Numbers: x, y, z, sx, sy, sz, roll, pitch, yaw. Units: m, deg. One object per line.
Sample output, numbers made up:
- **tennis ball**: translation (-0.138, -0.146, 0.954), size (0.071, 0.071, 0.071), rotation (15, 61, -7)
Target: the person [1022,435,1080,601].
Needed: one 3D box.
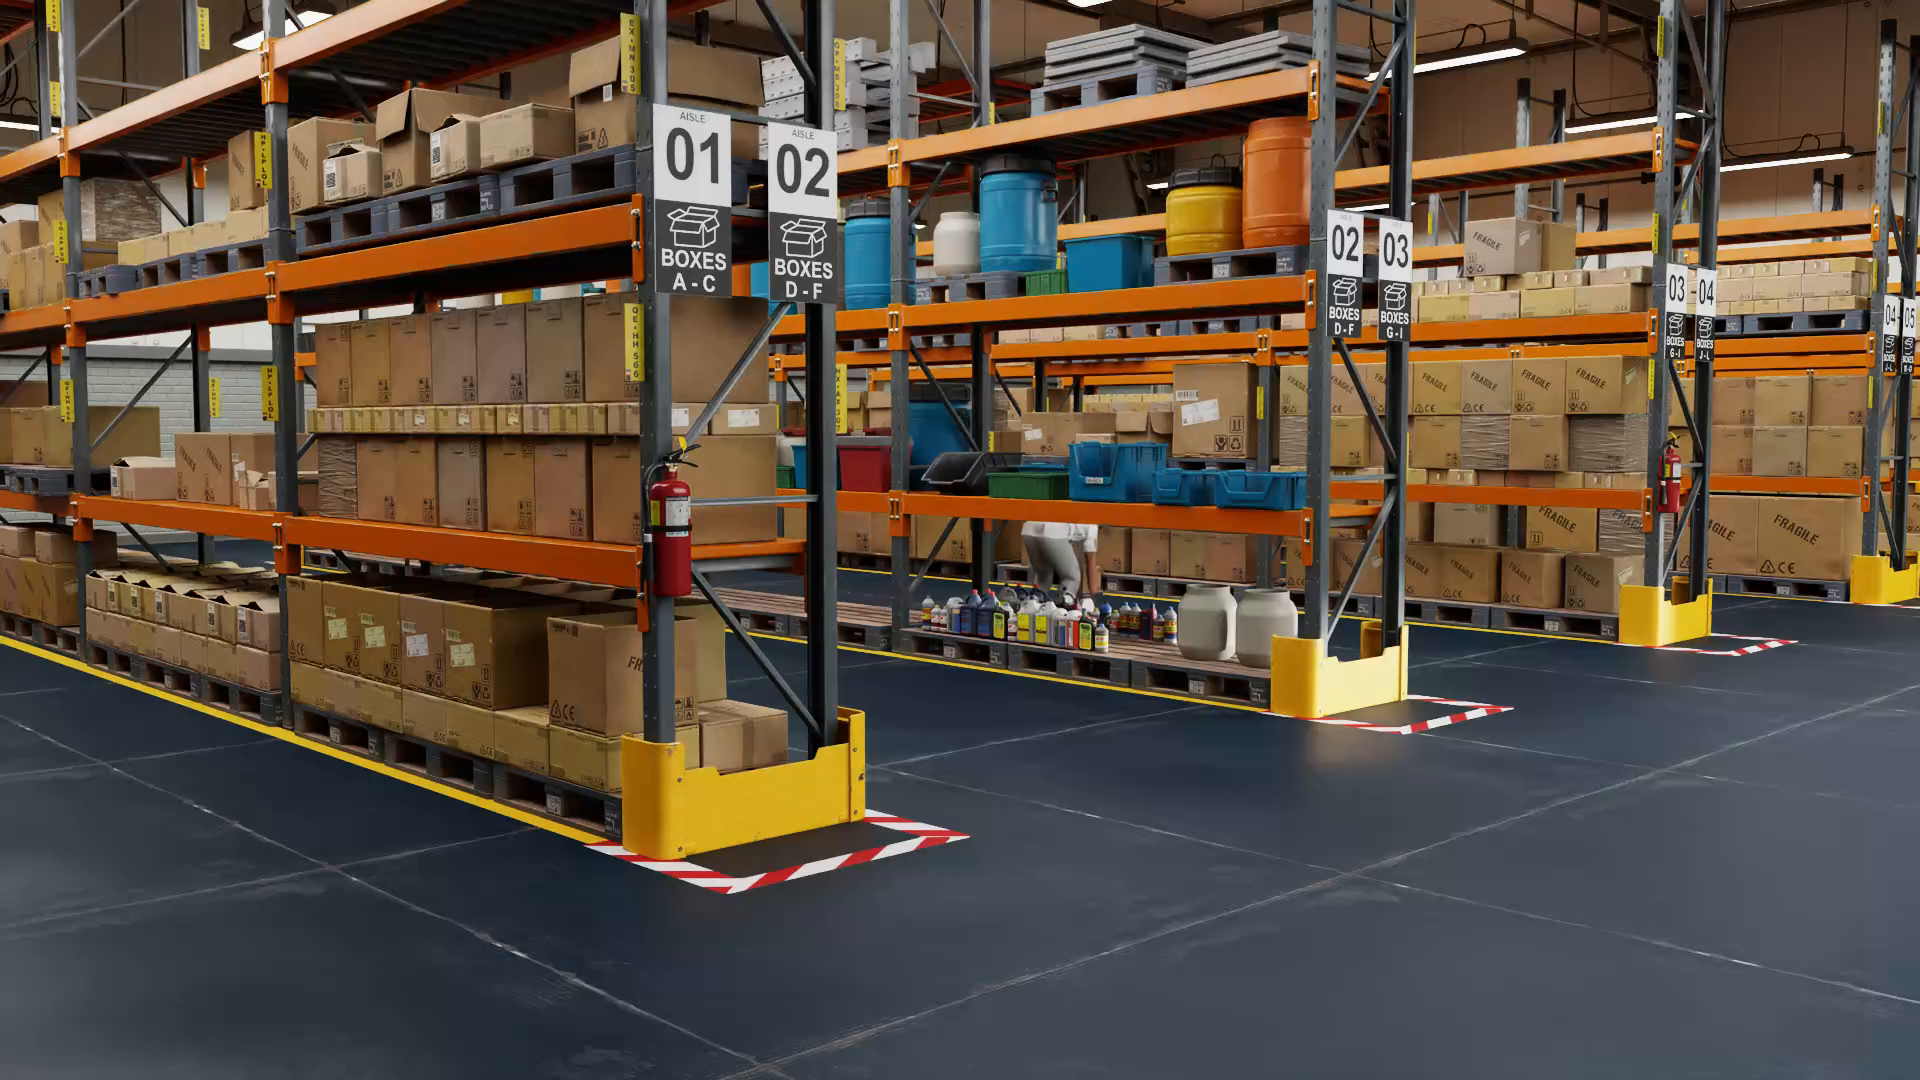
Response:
- **person**: translation (0.823, -0.069, 15.071), size (0.491, 1.770, 0.533), rotation (-4, 5, -45)
